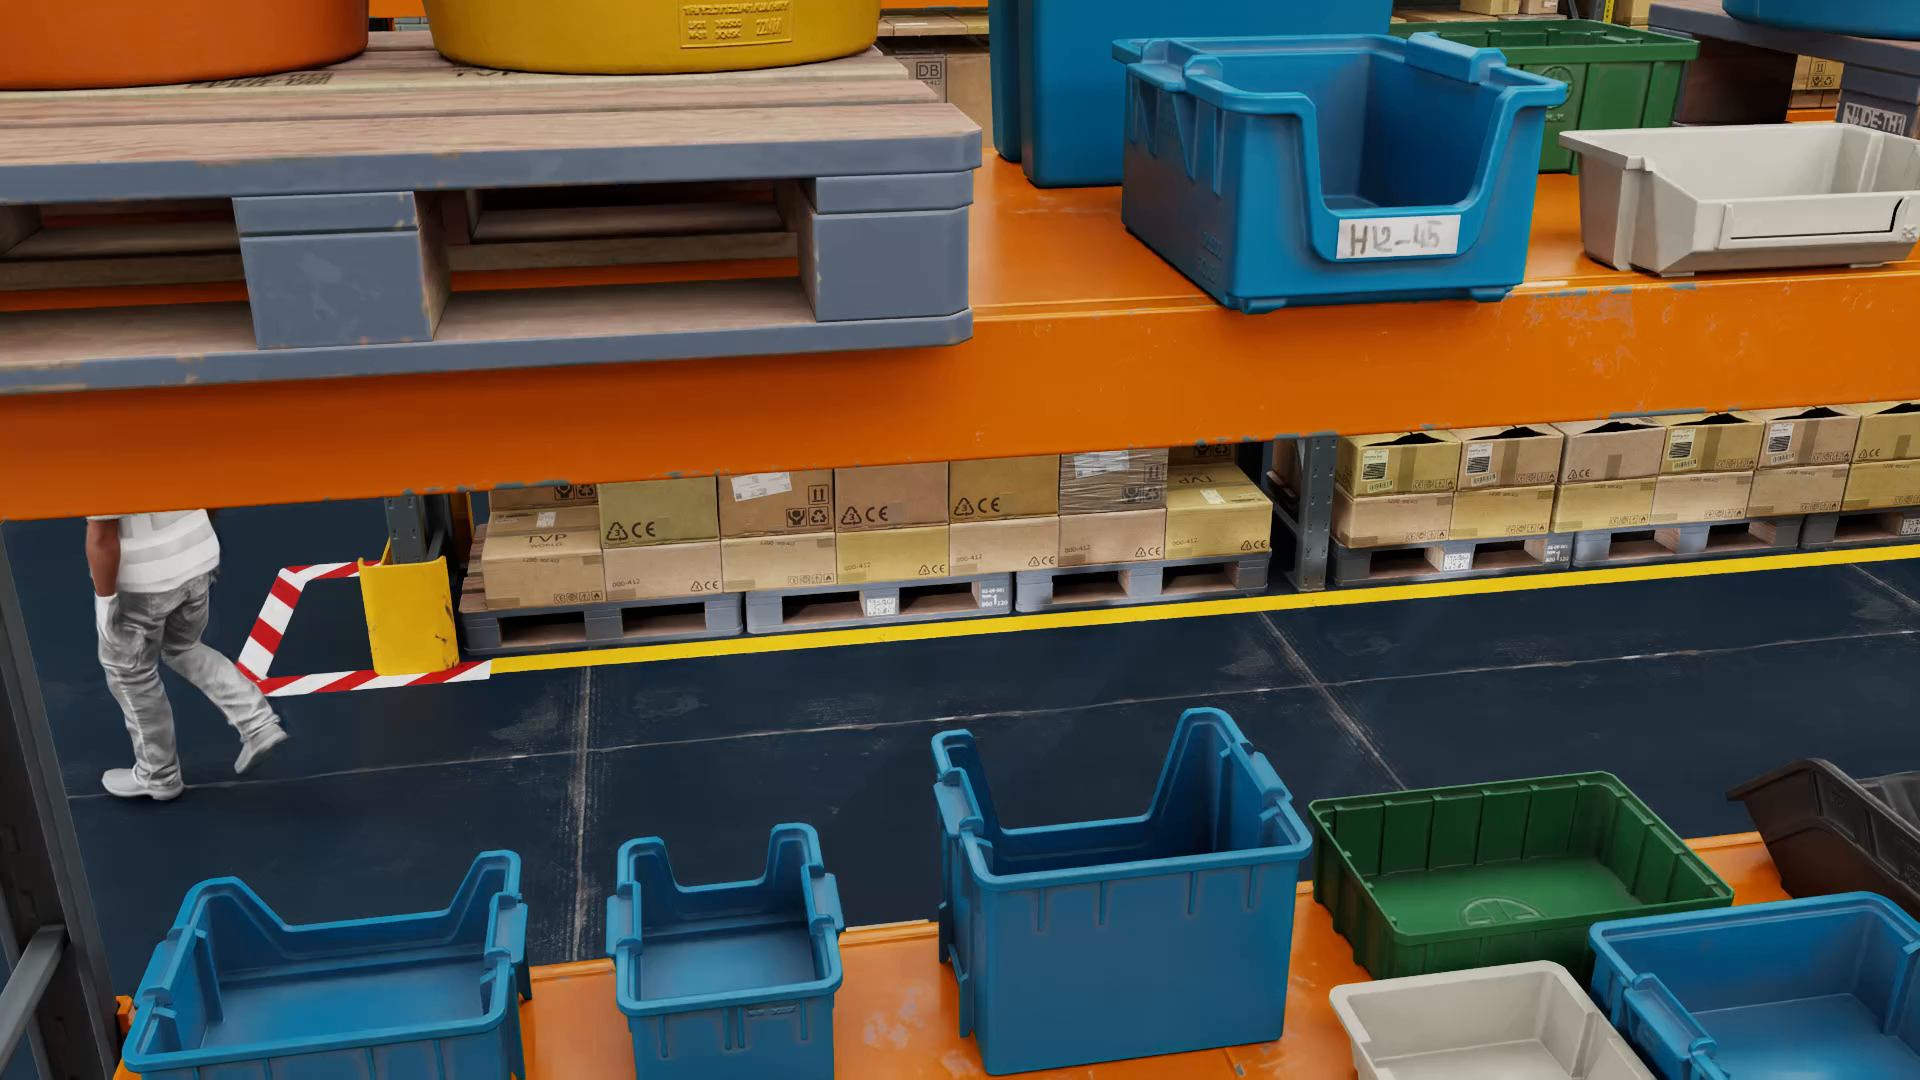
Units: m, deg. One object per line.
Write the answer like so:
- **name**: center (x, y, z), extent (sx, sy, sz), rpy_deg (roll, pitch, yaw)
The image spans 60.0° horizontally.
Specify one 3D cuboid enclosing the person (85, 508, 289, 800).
- **person**: center (-2.796, 0.104, 5.776), extent (0.700, 1.771, 0.584), rpy_deg (6, 24, 14)
